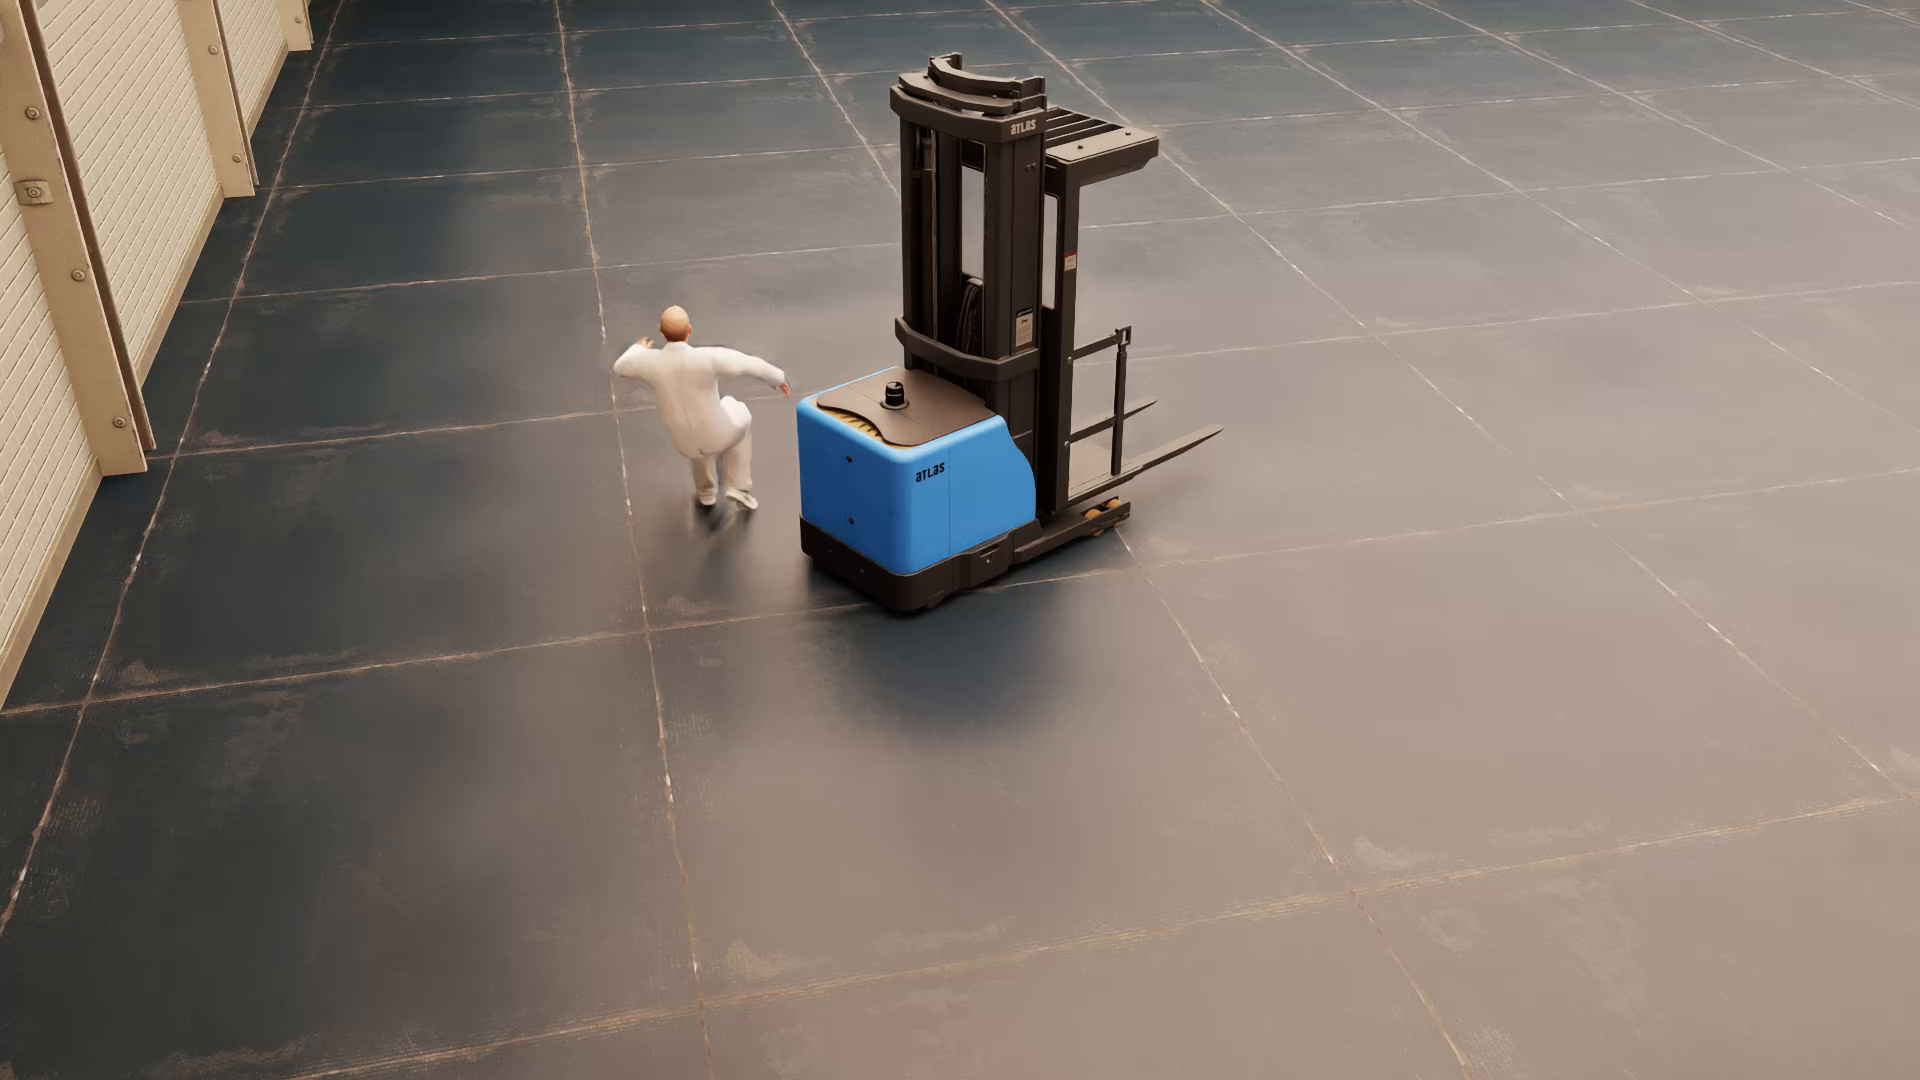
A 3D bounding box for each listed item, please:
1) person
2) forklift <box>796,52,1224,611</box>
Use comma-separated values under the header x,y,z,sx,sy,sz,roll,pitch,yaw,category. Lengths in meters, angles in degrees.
x,y,z,sx,sy,sz,roll,pitch,yaw,category
-1.581,-0.839,10.411,1.065,1.535,0.896,1,30,1,person
0.457,-1.471,10.116,3.031,2.935,1.130,-24,38,-35,forklift
